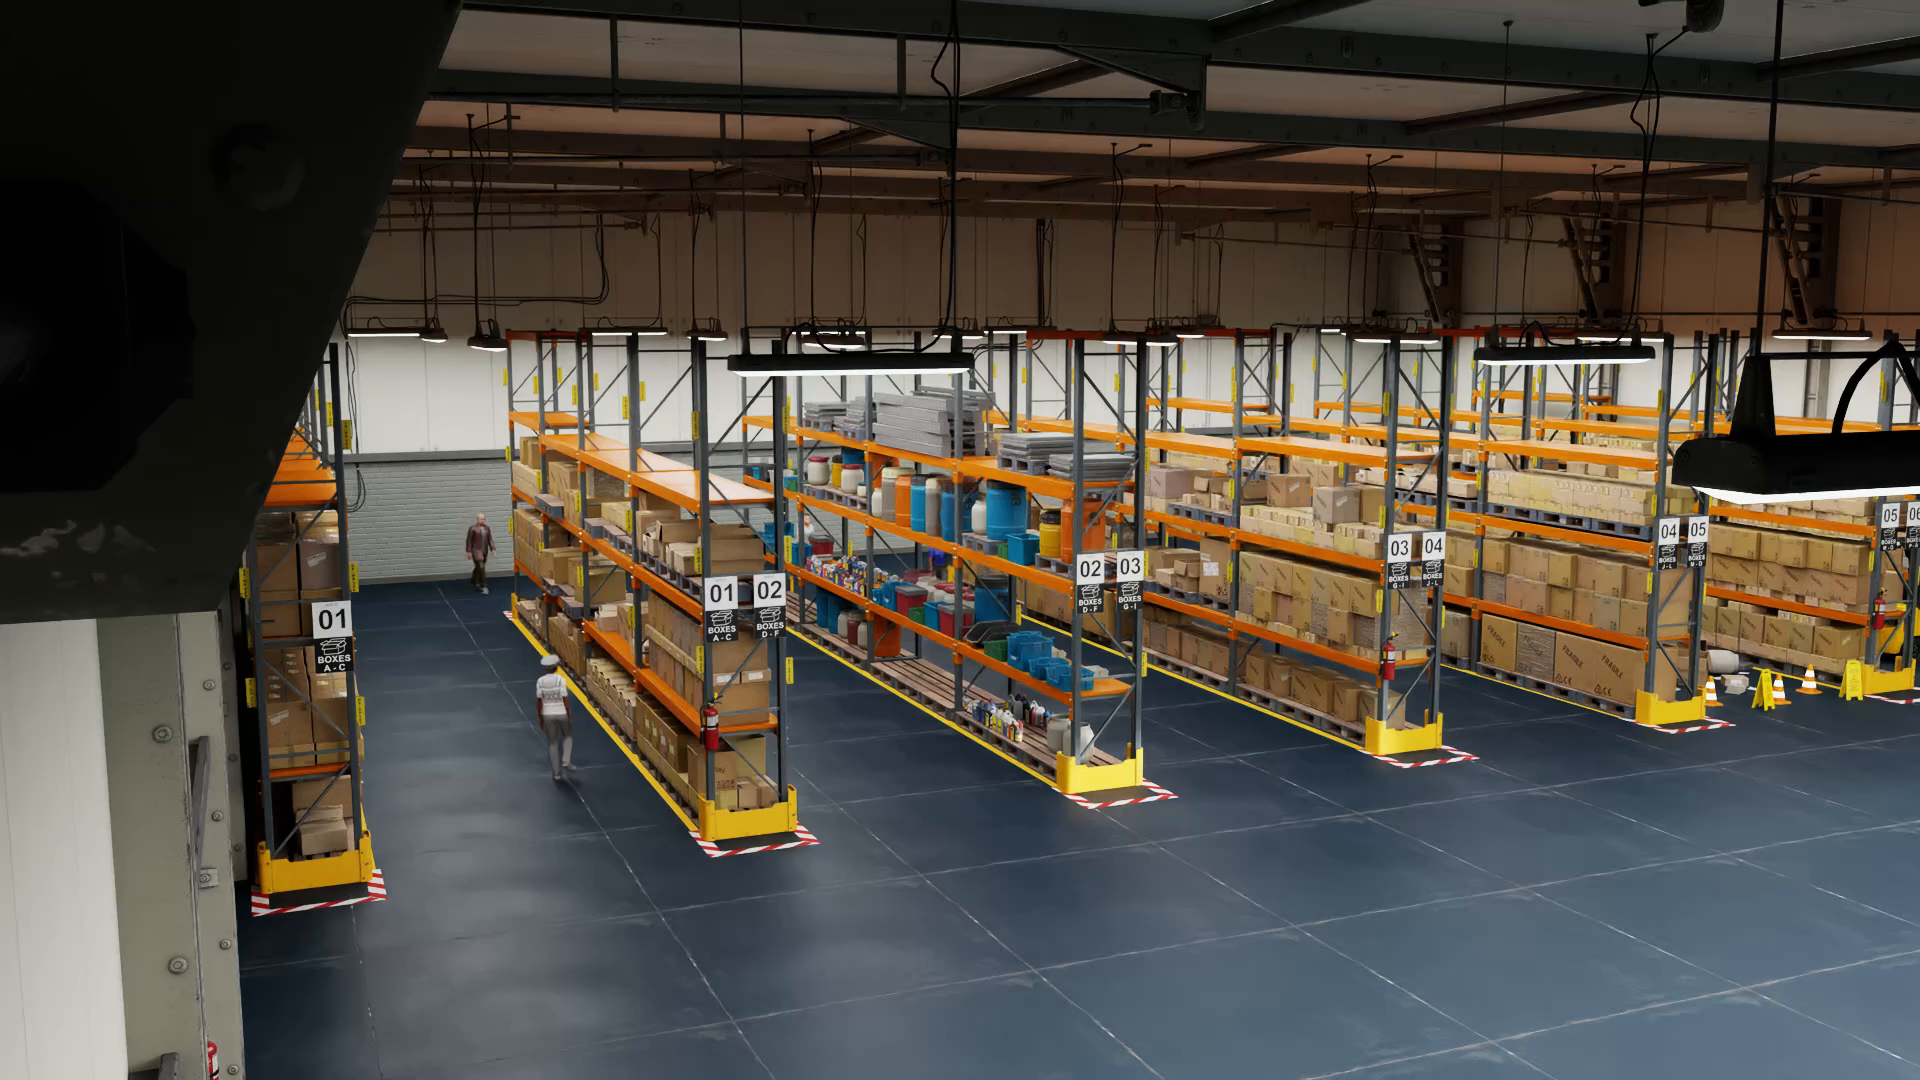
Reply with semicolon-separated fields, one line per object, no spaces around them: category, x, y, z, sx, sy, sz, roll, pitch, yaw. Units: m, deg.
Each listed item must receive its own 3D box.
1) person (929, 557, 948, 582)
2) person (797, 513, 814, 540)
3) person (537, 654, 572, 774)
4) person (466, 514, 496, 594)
person;-0.453;0.637;35.942;0.515;1.581;1.051;-4;9;-24
person;-3.624;0.173;39.346;0.492;1.612;1.082;-4;9;-26
person;-5.540;2.378;22.728;0.452;1.606;0.446;-2;8;-15
person;-10.980;0.307;38.026;0.861;1.820;0.616;5;9;33
